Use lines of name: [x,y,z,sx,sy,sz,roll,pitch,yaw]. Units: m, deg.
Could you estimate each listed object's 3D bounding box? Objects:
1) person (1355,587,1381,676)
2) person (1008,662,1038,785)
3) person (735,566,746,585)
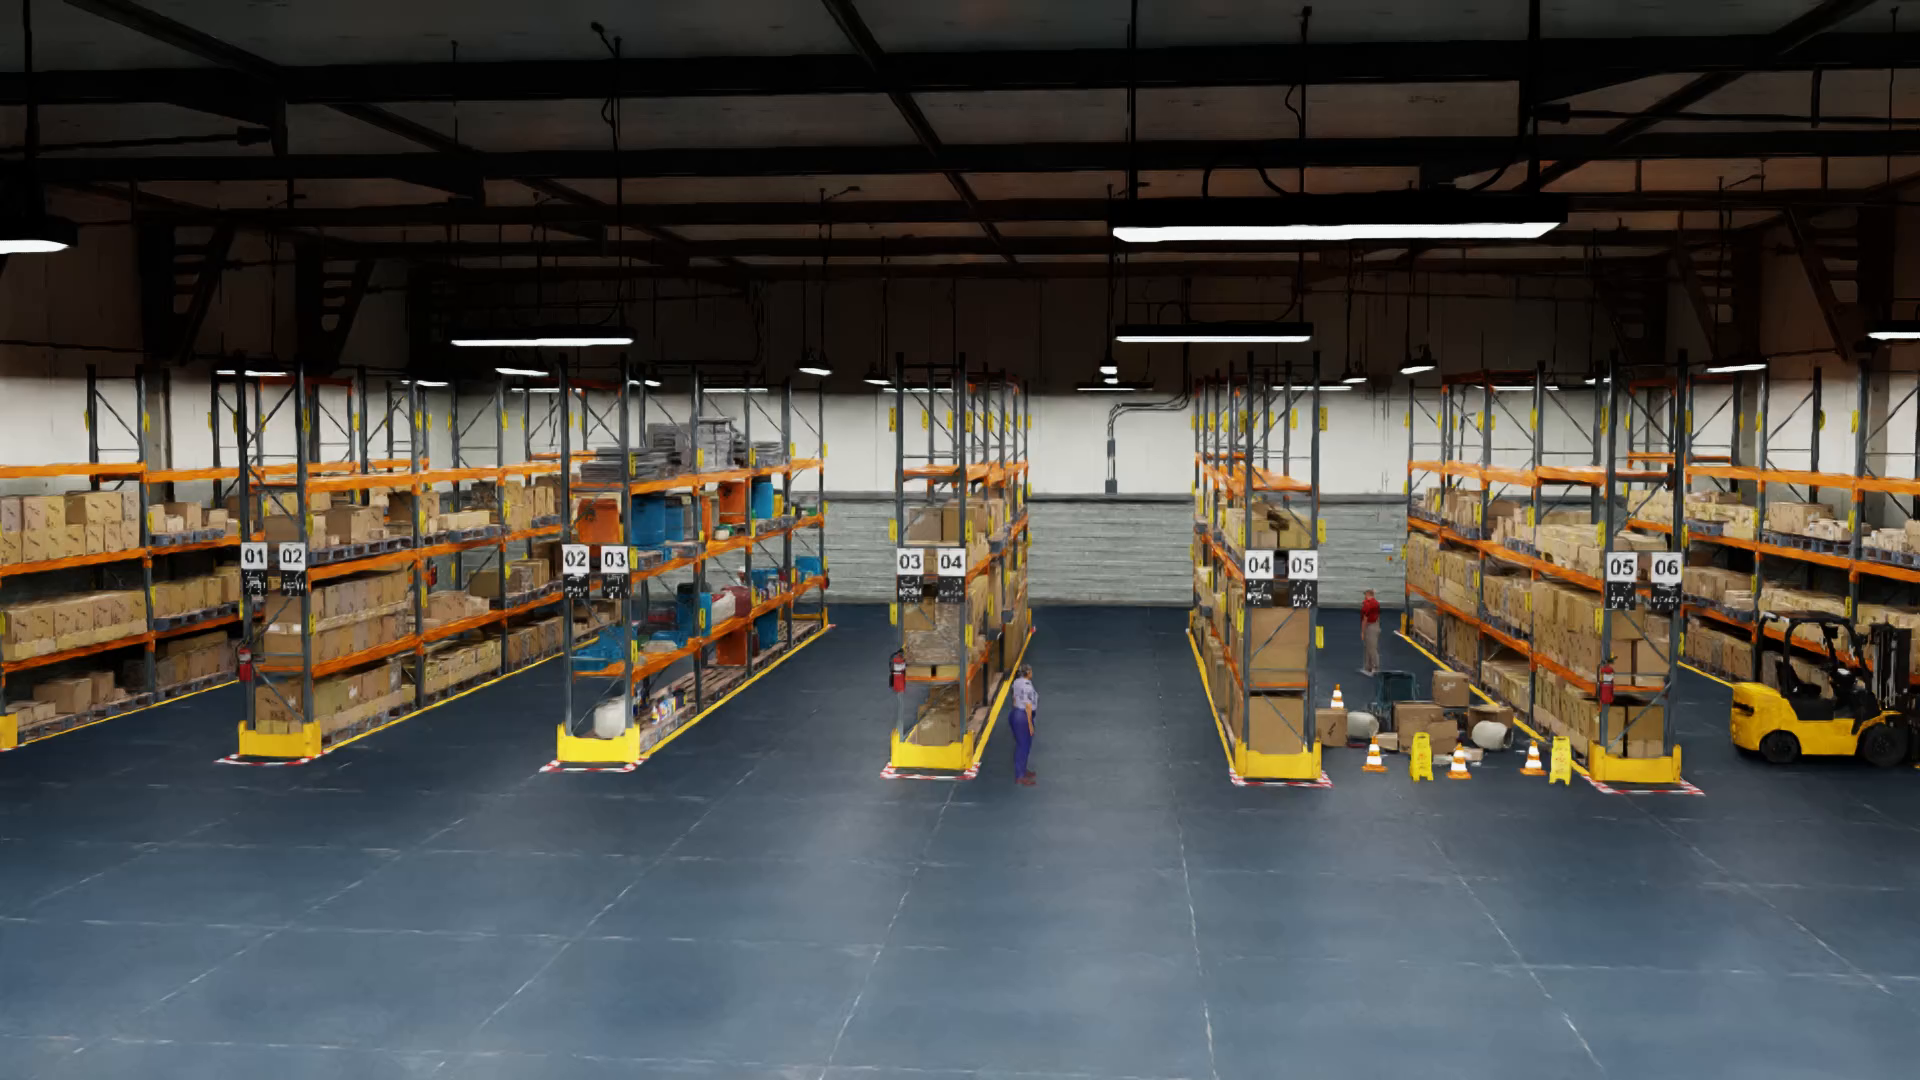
person: [8.064,1.793,32.855,0.586,1.720,0.662,3,5,32]
person: [0.922,2.525,23.113,0.445,1.657,0.577,-1,4,-19]
person: [-4.925,1.454,37.750,0.608,1.743,0.970,2,5,29]
